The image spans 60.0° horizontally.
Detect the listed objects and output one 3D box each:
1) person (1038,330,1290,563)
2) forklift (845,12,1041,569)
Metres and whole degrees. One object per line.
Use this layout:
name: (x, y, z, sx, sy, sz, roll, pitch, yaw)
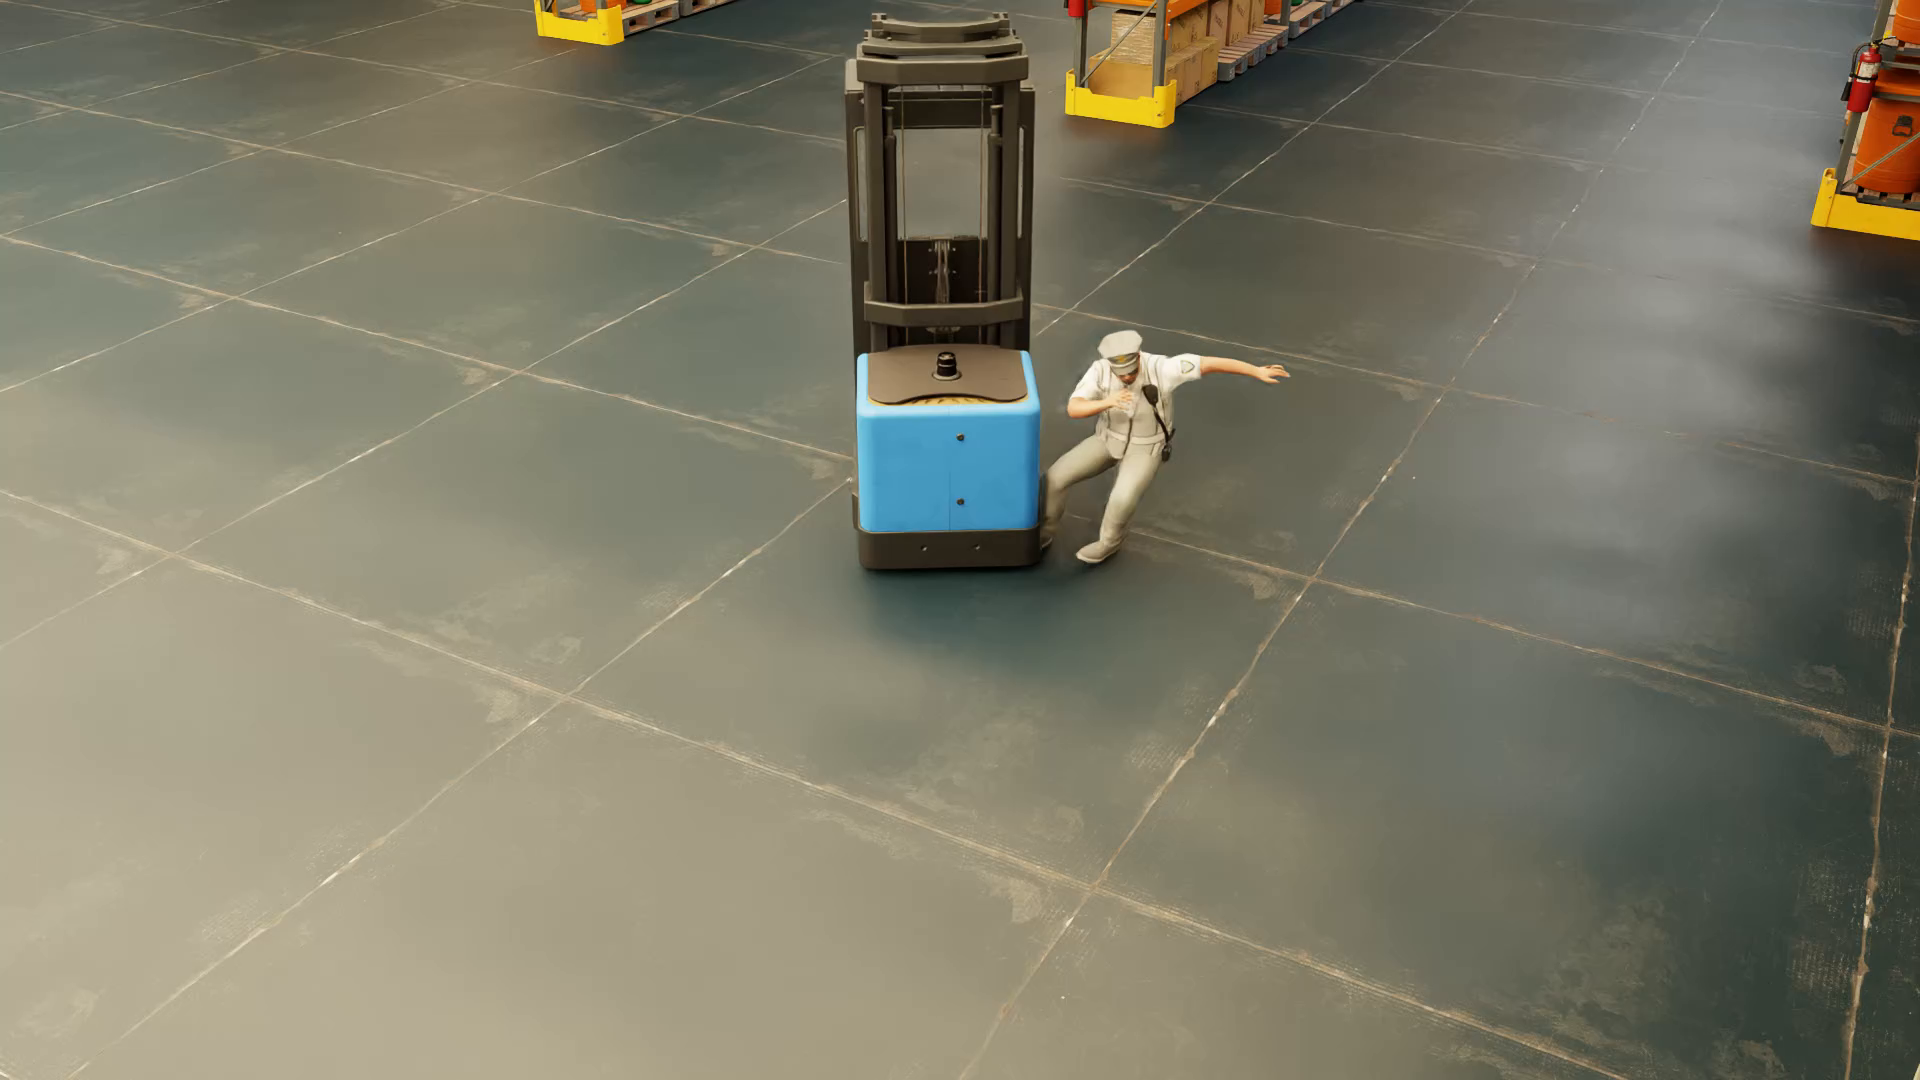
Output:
person: (1.051, -0.502, 9.471, 1.506, 1.453, 0.750, 9, 31, 16)
forklift: (-0.127, -1.804, 10.196, 1.130, 2.935, 3.031, -1, 30, -2)
